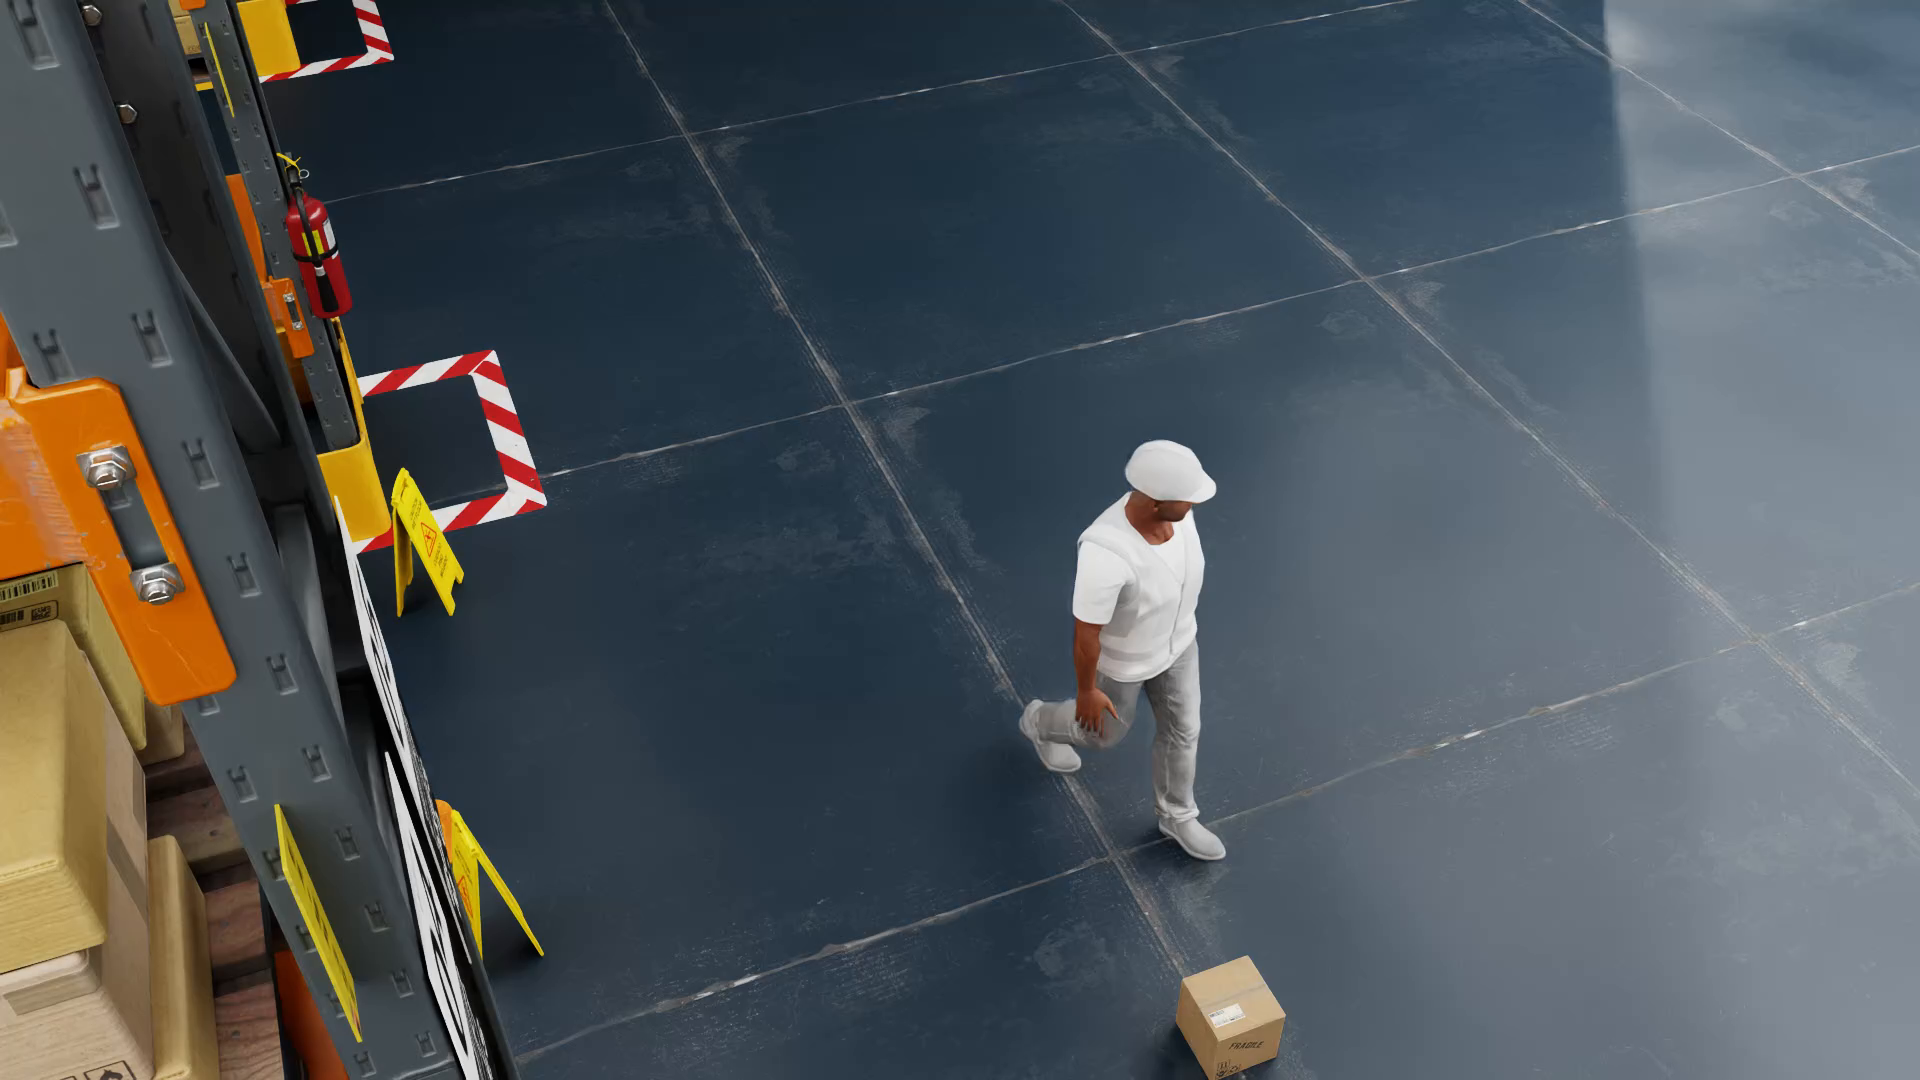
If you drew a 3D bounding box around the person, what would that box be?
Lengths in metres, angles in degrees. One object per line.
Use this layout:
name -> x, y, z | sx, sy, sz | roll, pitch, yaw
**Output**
person -> 0.587, 0.364, 5.733 | 0.606, 1.749, 0.927 | -31, 50, -30
